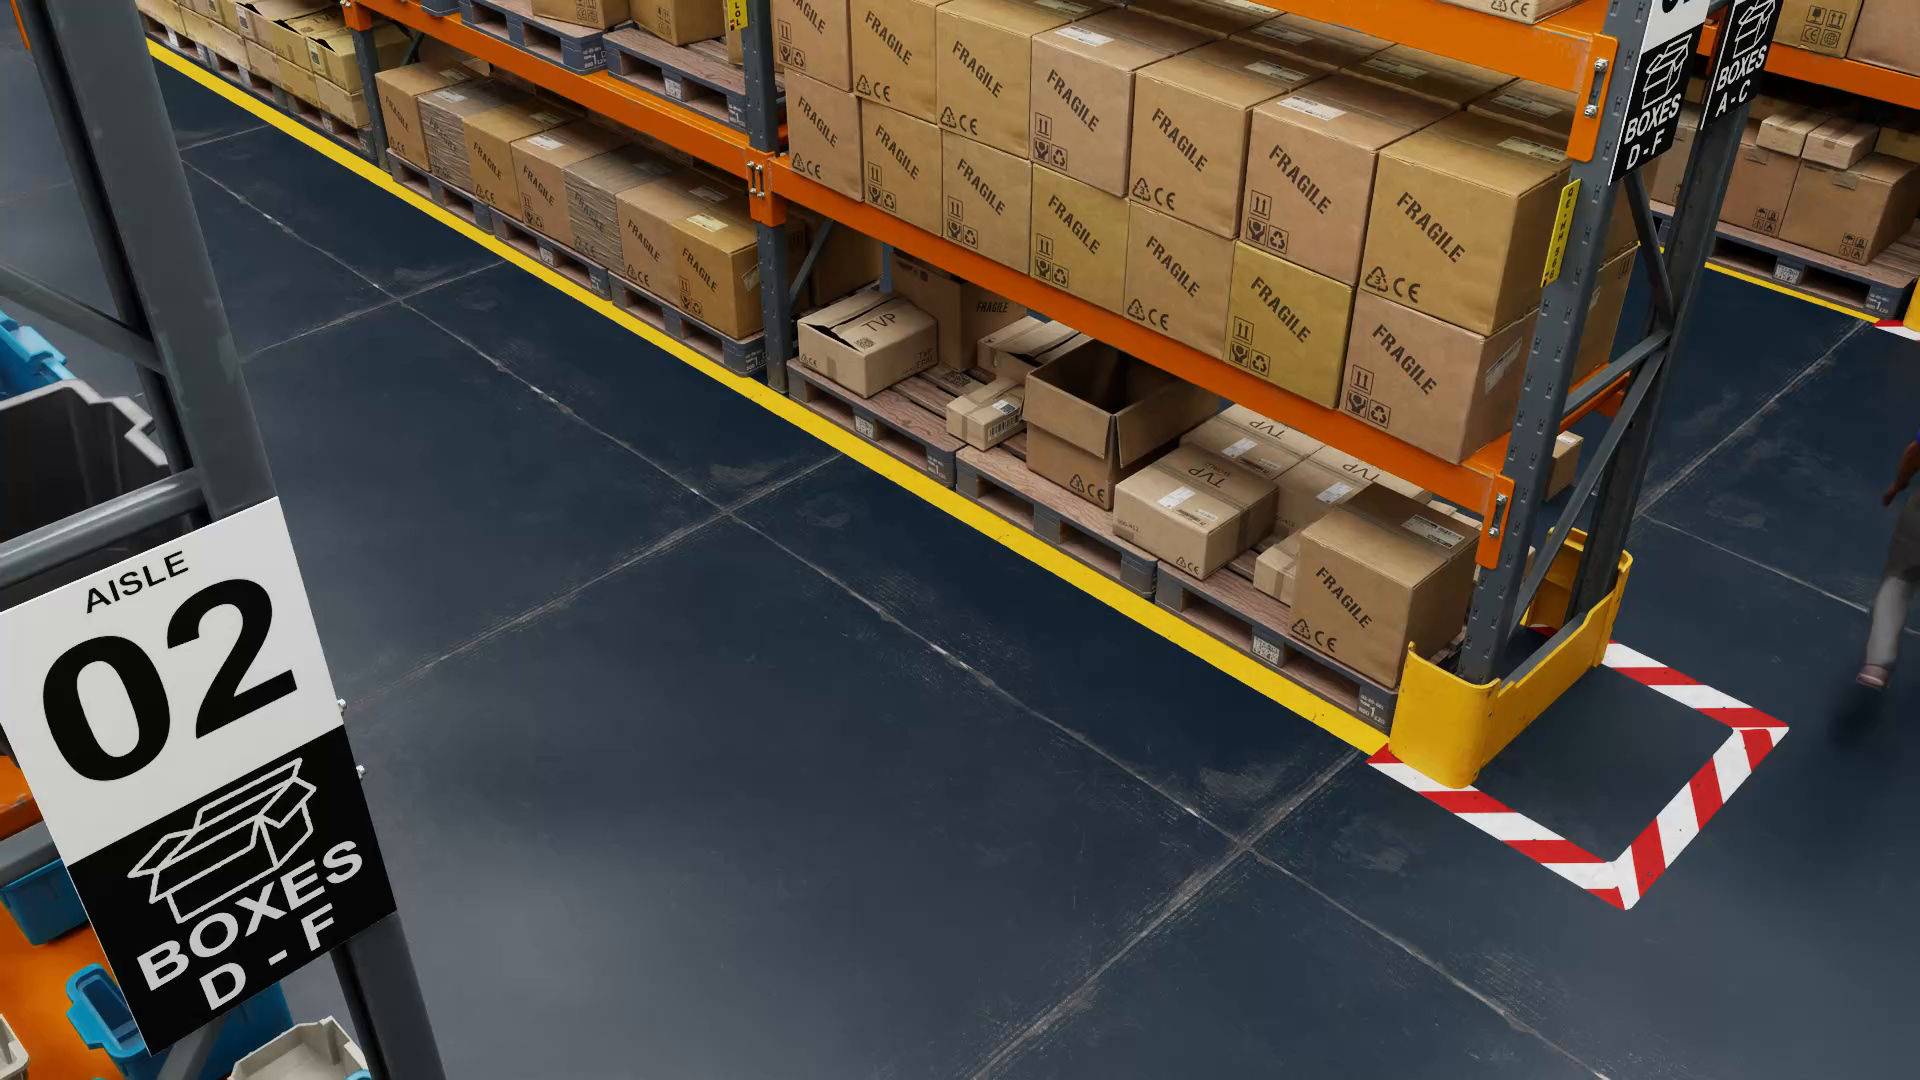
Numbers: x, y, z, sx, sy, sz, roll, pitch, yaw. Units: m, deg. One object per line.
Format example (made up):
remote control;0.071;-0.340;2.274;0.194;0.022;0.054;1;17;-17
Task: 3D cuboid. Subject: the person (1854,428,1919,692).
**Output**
person;3.807;-0.120;6.328;0.501;1.599;0.869;17;39;23
